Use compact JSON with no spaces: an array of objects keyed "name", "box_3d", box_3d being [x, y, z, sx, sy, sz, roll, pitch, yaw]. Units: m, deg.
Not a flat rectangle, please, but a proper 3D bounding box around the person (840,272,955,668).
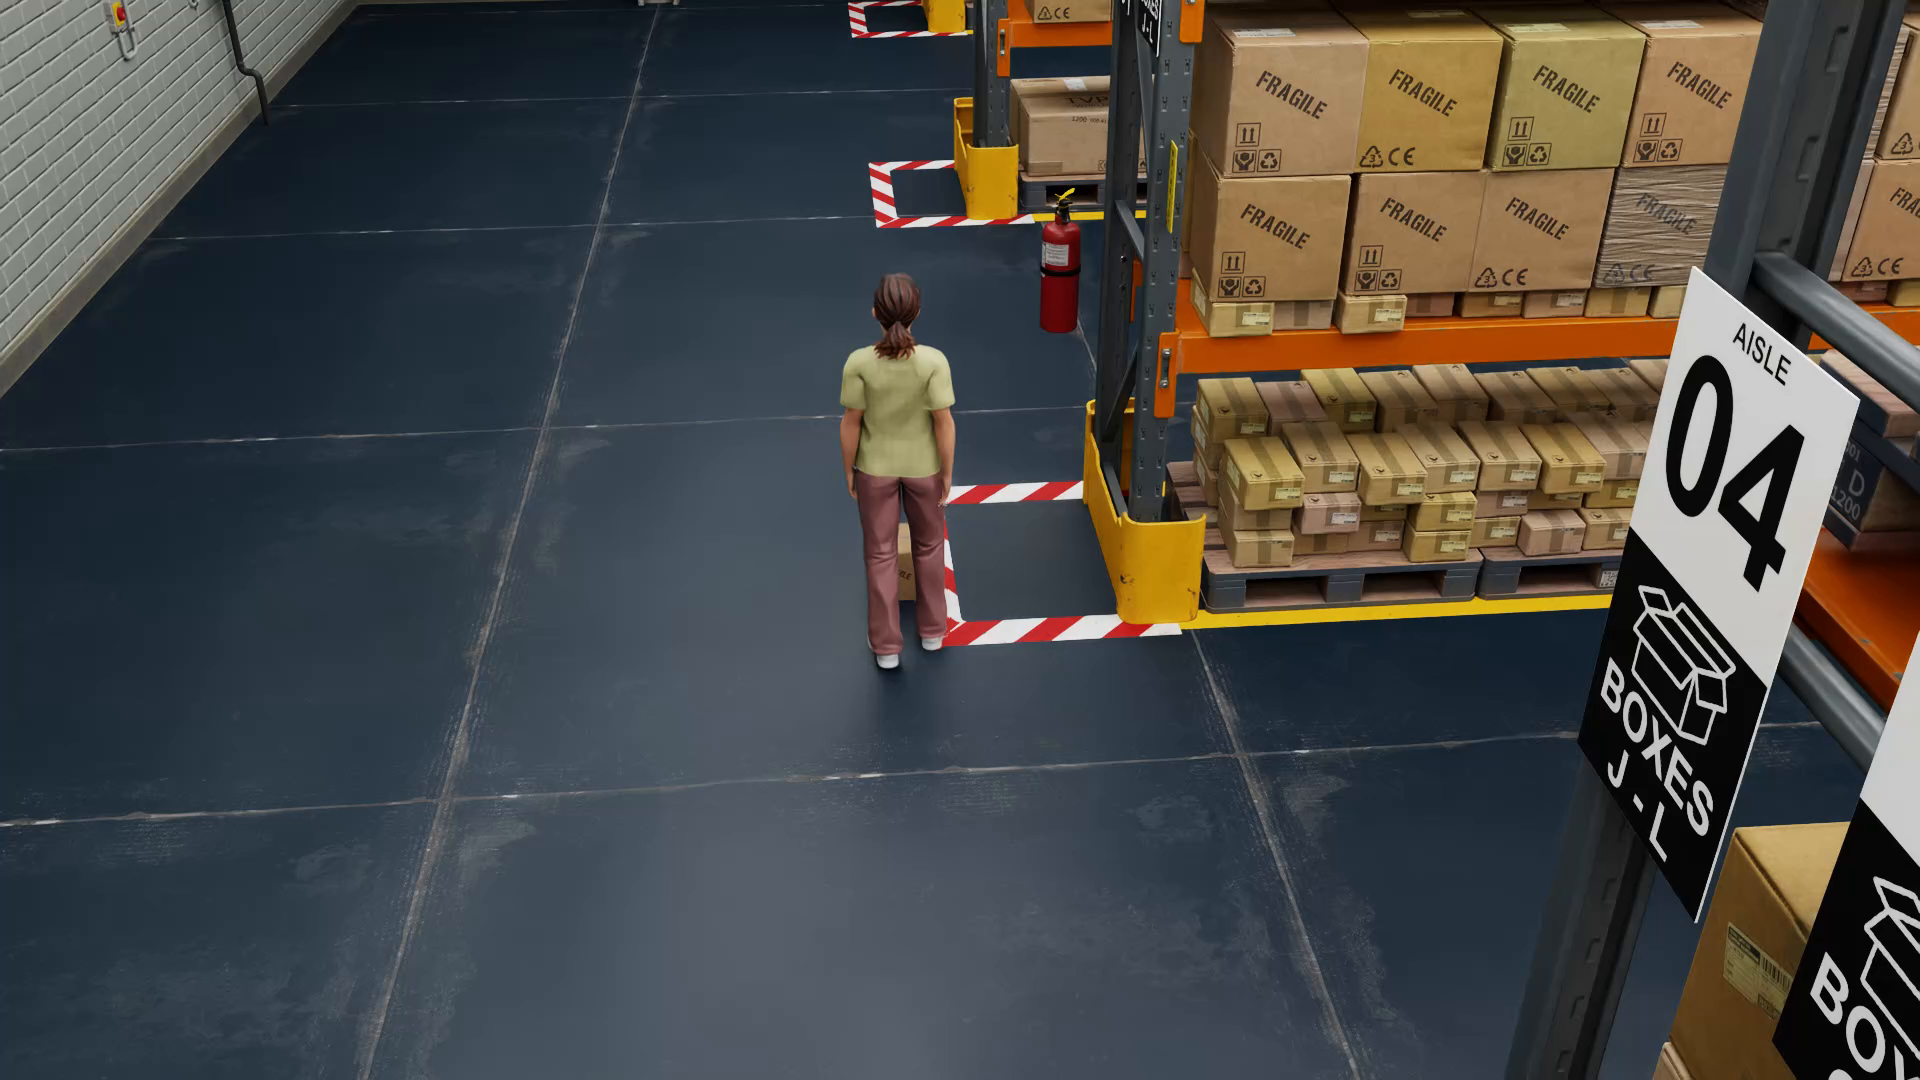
[{"name":"person","box_3d":[-0.247,-0.284,6.605,0.444,1.672,0.442,-2,31,-3]}]
